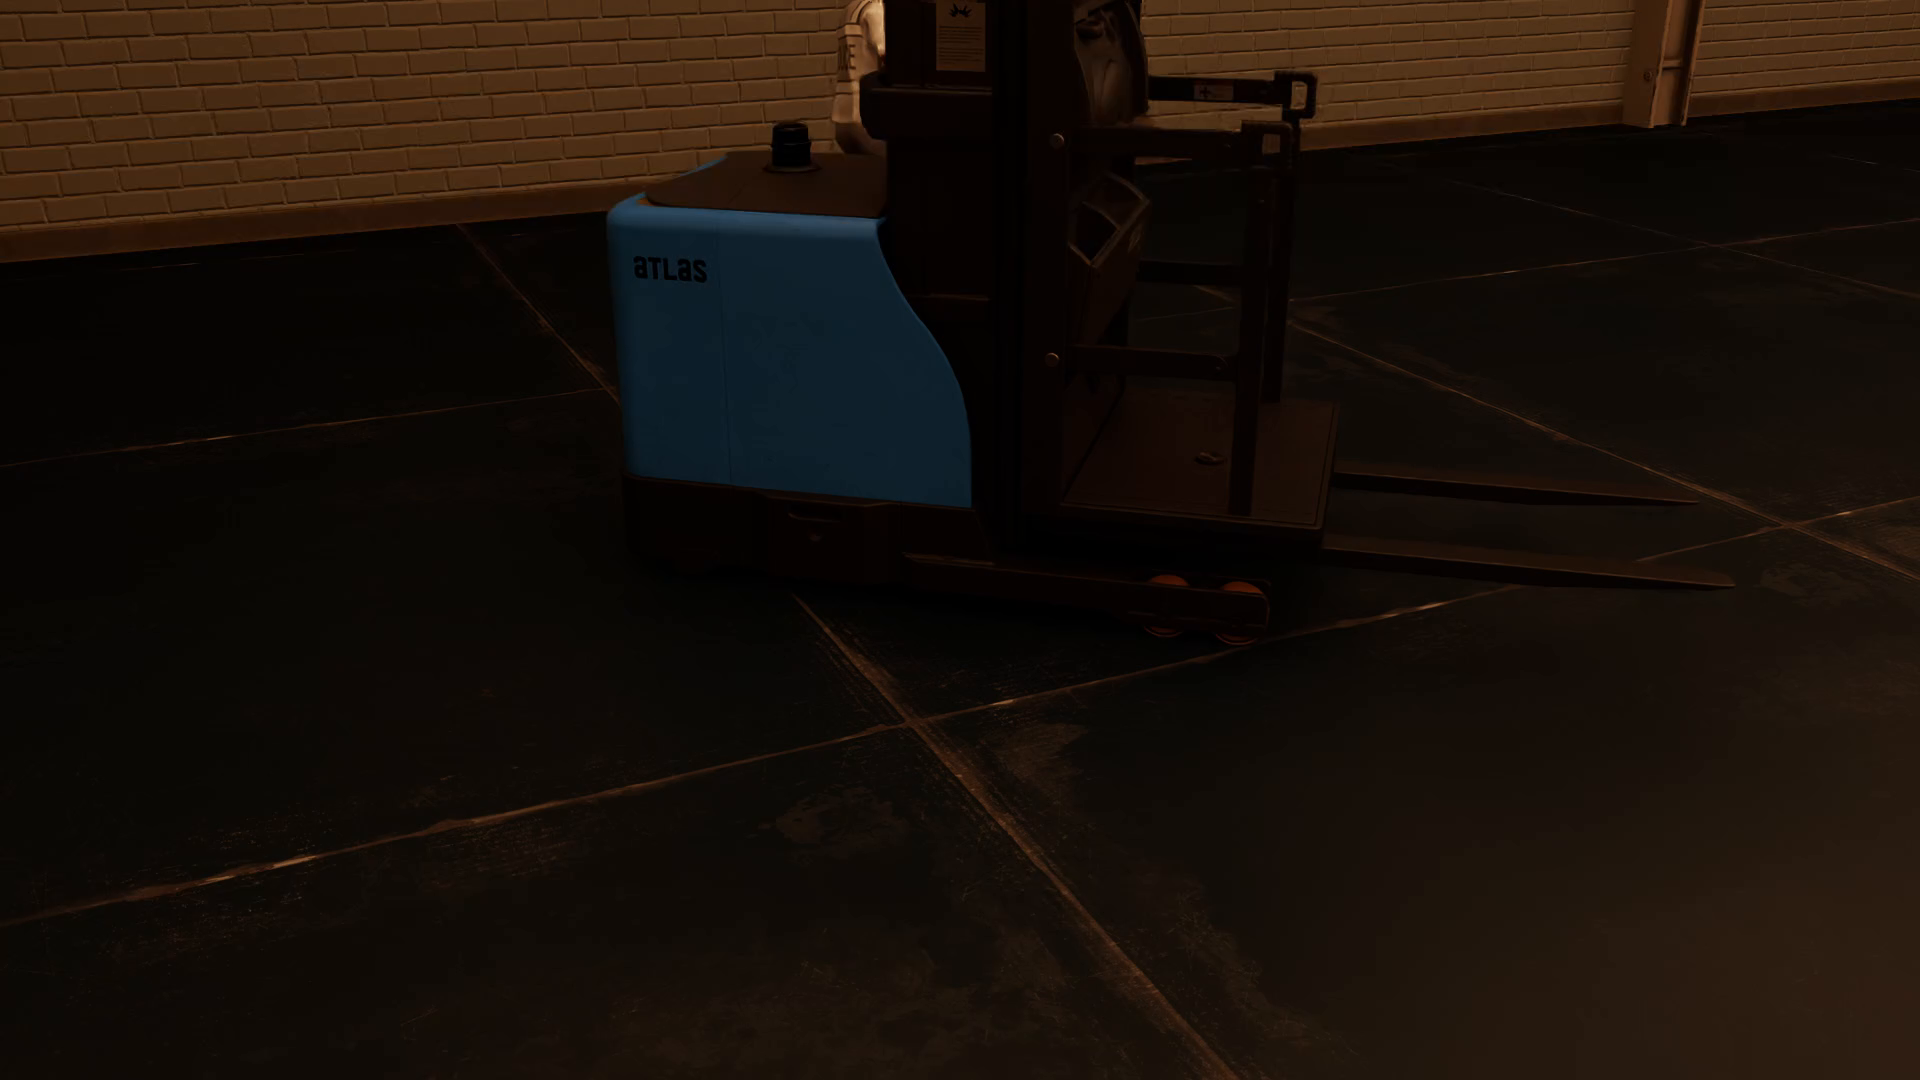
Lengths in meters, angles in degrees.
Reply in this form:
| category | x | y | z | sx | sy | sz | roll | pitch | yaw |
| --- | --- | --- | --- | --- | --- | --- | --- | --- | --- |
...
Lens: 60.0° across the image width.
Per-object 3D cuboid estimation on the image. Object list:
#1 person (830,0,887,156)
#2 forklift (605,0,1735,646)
| category | x | y | z | sx | sy | sz | roll | pitch | yaw |
| --- | --- | --- | --- | --- | --- | --- | --- | --- | --- |
| person | -0.290 | -1.902 | 7.646 | 0.642 | 1.626 | 0.695 | -12 | 25 | -27 |
| forklift | 0.595 | -1.298 | 4.410 | 3.031 | 2.935 | 1.130 | 6 | 23 | 13 |
